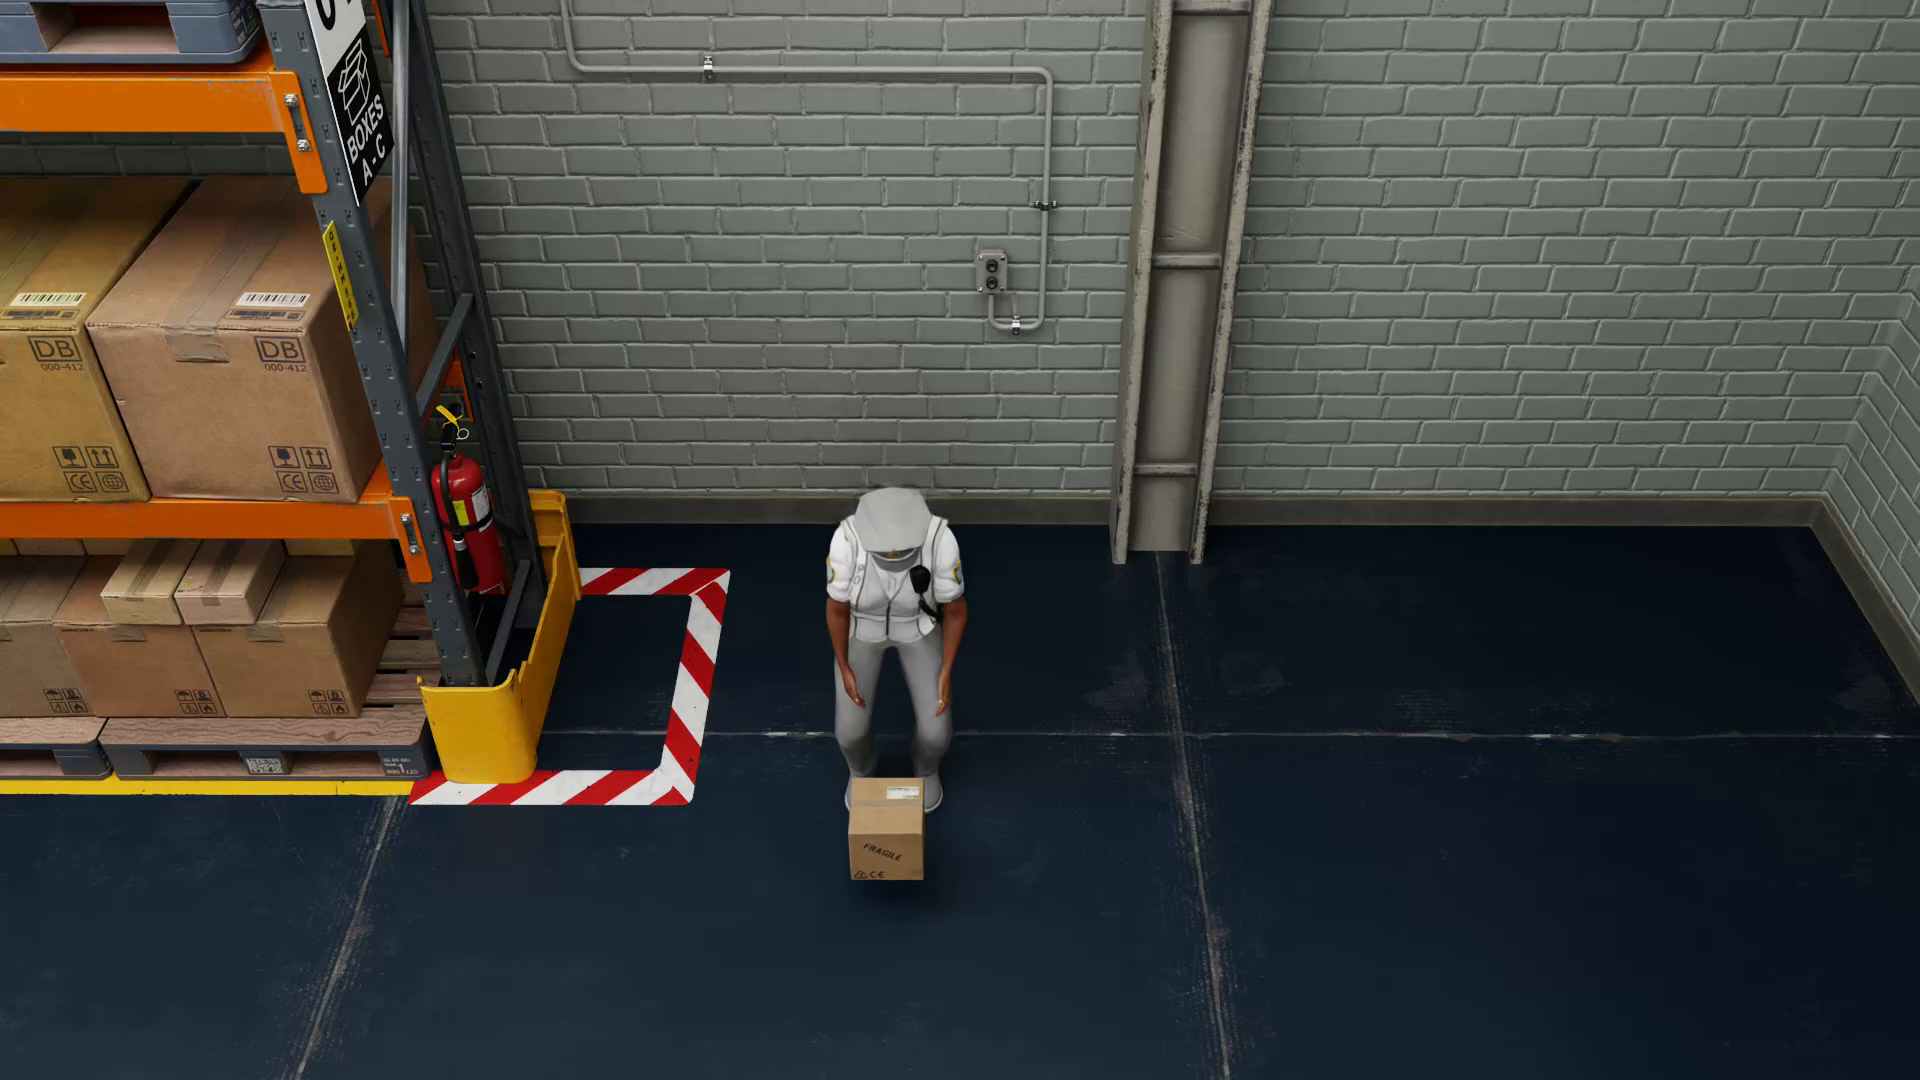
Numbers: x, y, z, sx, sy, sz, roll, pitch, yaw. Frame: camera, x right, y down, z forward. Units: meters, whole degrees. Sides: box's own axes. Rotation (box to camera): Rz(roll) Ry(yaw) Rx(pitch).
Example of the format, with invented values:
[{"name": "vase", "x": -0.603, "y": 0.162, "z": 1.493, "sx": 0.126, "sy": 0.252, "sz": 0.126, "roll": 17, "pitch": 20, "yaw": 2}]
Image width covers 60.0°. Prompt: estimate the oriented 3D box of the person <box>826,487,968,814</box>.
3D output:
[{"name": "person", "x": -5.331, "y": 3.316, "z": 2.047, "sx": 10.565, "sy": 1.846, "sz": 10.303, "roll": 1, "pitch": 40, "yaw": 1}]
